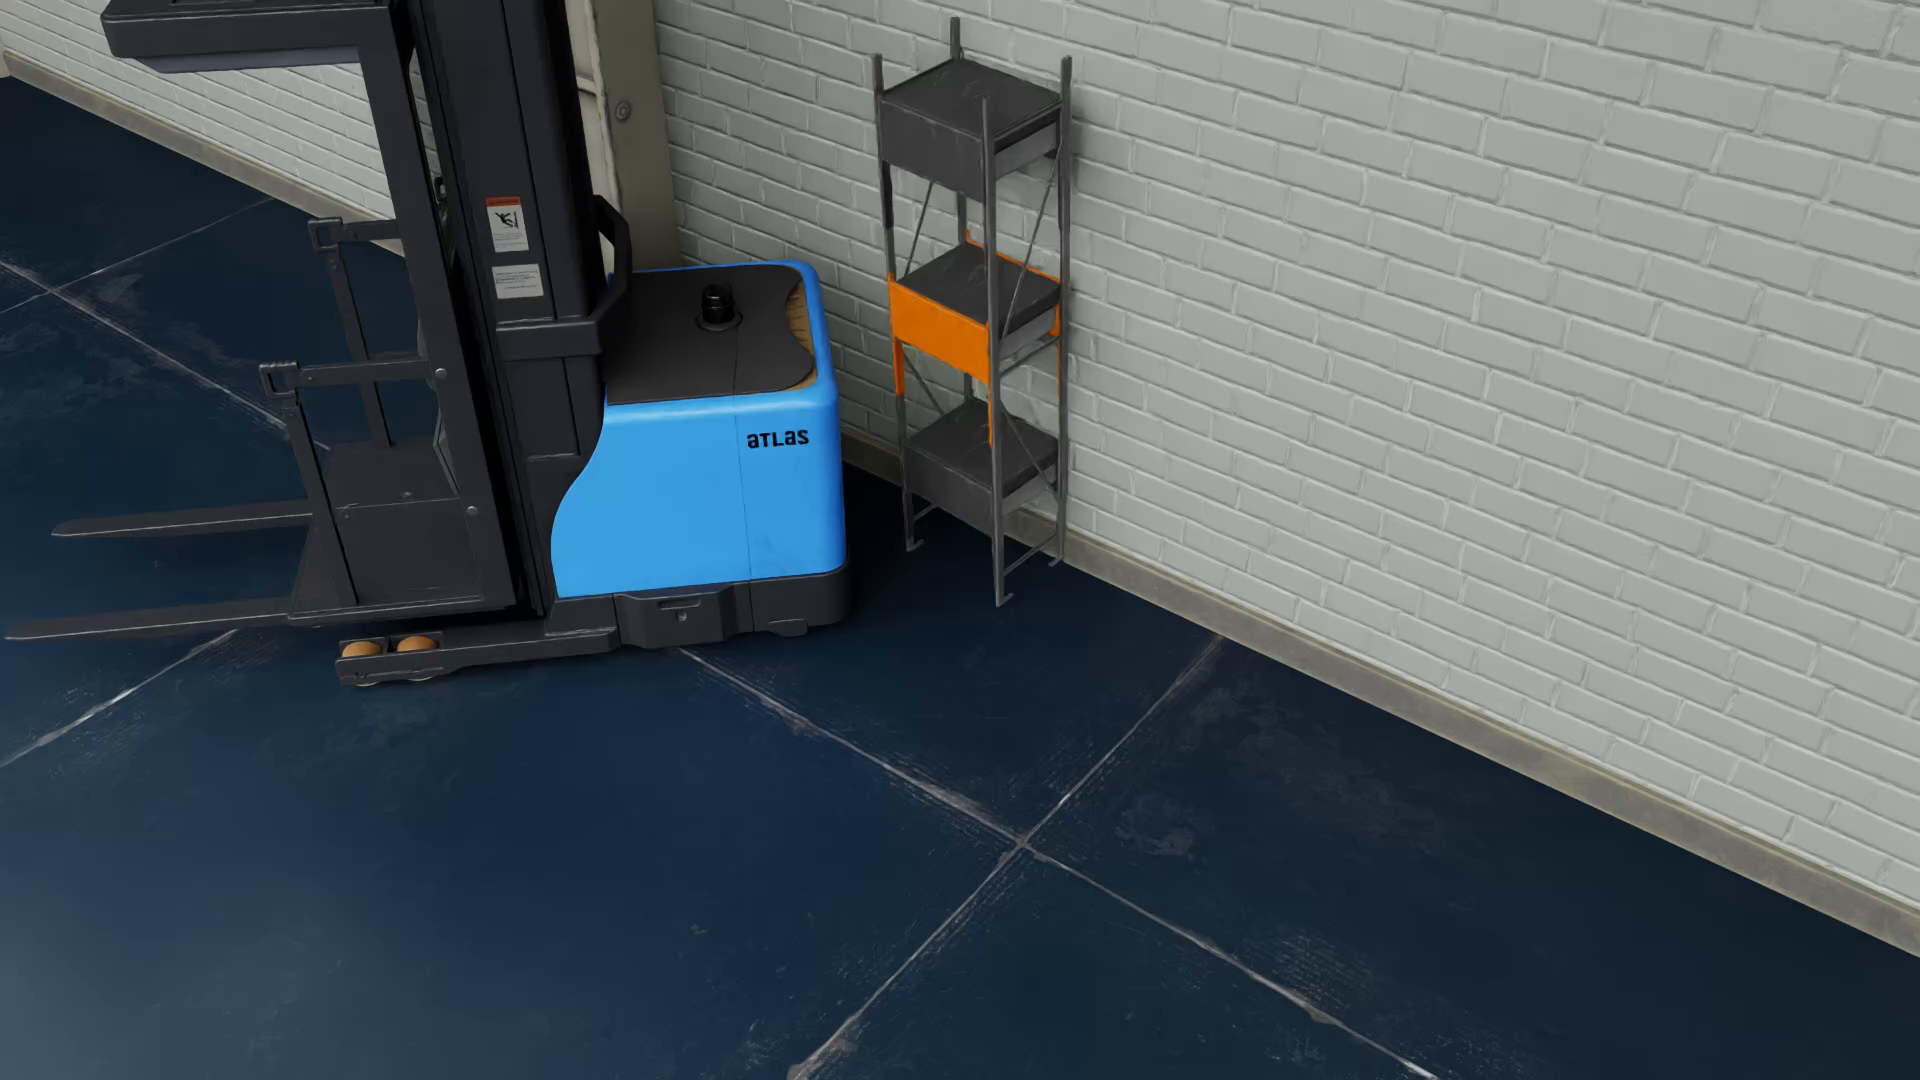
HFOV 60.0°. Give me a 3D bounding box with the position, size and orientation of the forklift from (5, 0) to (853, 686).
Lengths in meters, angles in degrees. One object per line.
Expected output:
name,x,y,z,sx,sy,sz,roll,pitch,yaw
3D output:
forklift,-1.968,-0.970,5.612,3.031,2.935,1.130,-5,38,-7

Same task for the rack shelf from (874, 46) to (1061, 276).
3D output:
rack shelf,0.046,-1.266,5.534,0.480,0.518,0.431,30,50,33

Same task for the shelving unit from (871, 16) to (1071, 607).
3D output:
shelving unit,0.069,-0.744,5.979,0.503,2.100,0.431,30,50,33

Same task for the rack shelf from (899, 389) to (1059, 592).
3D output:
rack shelf,0.093,-0.200,6.441,0.480,0.518,0.431,30,50,33

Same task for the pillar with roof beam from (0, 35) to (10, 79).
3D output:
pillar with roof beam,-8.840,-4.387,5.053,0.400,9.000,9.100,25,45,29

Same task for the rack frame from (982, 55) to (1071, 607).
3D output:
rack frame,0.246,-0.640,5.847,0.015,2.100,0.400,30,50,33

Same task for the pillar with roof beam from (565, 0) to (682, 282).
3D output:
pillar with roof beam,-4.074,-2.140,2.183,0.400,9.000,9.100,25,45,29

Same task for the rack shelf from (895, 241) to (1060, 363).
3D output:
rack shelf,0.065,-0.837,5.899,0.457,0.174,0.368,30,50,33

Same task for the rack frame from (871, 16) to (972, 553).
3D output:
rack frame,-0.108,-0.848,6.110,0.015,2.100,0.400,30,50,33
